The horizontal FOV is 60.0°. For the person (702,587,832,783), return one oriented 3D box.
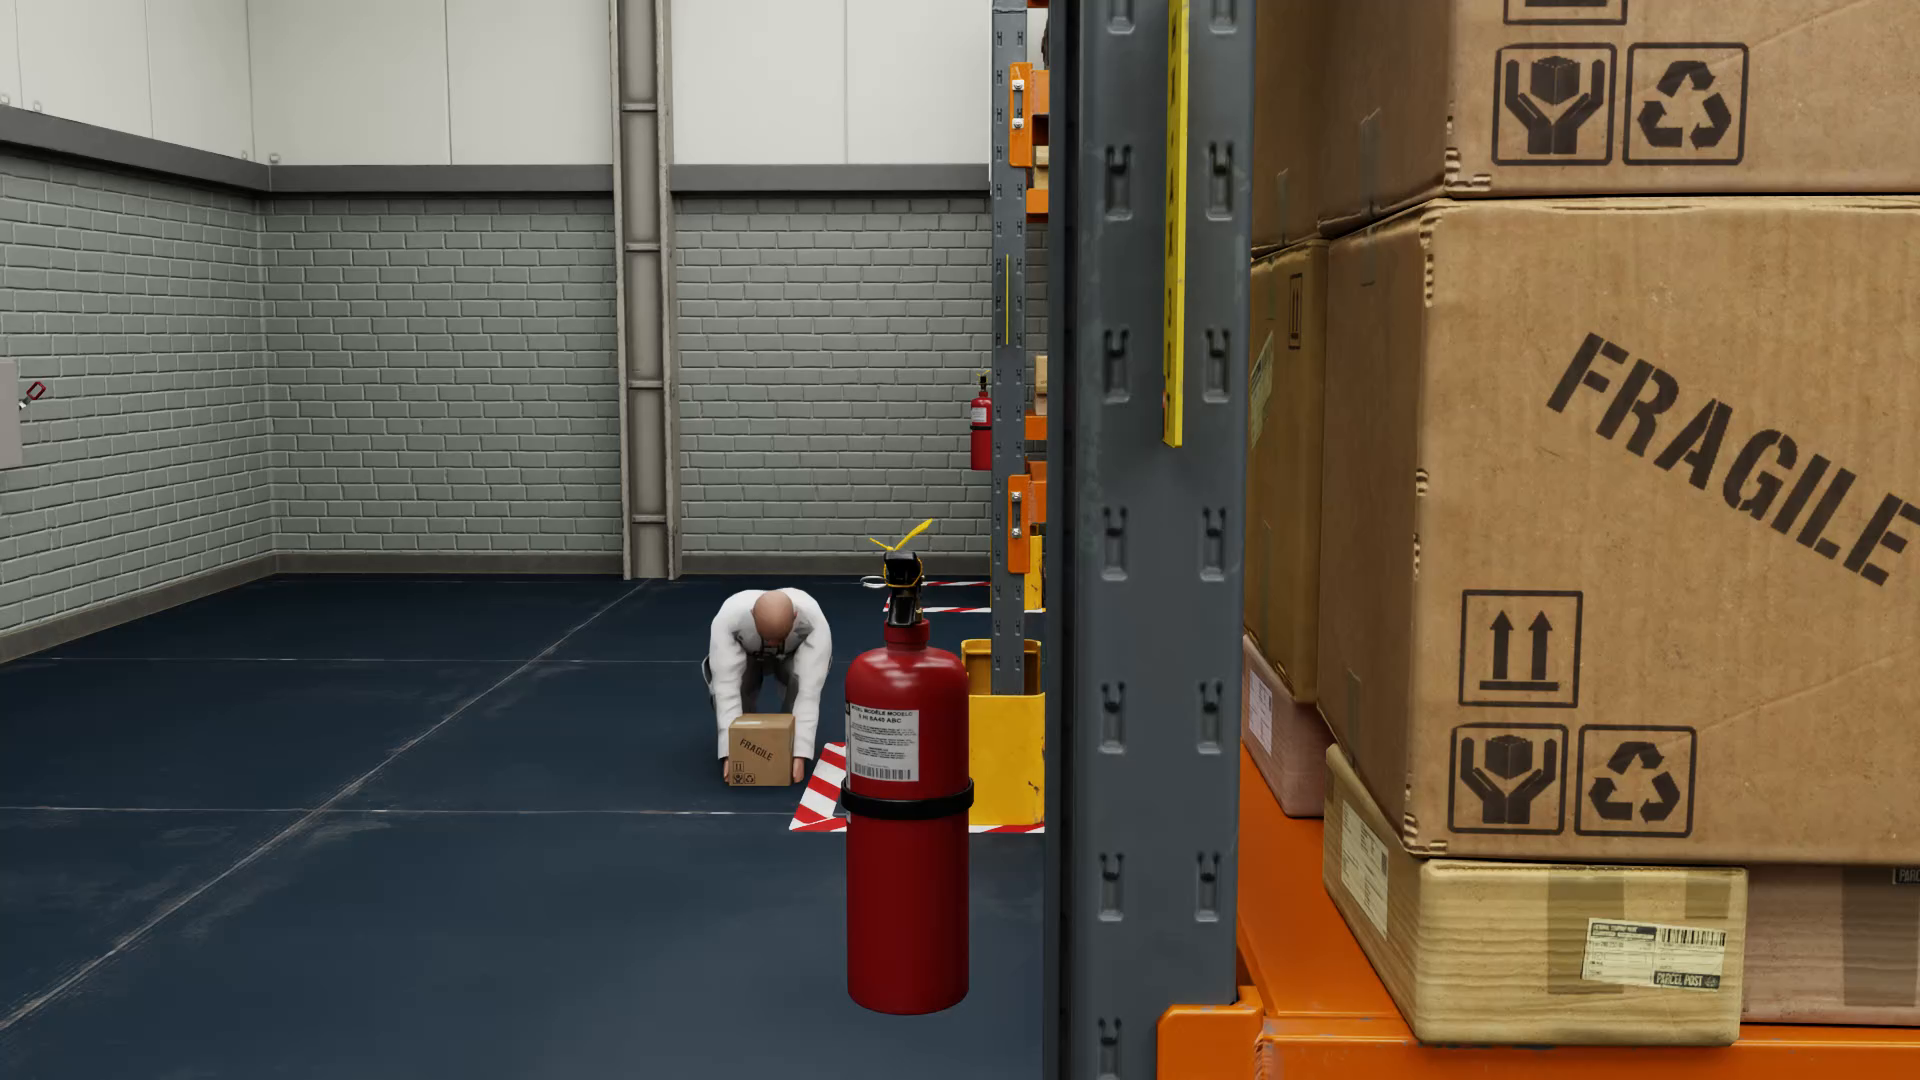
[{"bbox_3d":[-0.847,0.606,7.272,0.576,0.887,0.938,0,7,-3],"label":"person"}]
